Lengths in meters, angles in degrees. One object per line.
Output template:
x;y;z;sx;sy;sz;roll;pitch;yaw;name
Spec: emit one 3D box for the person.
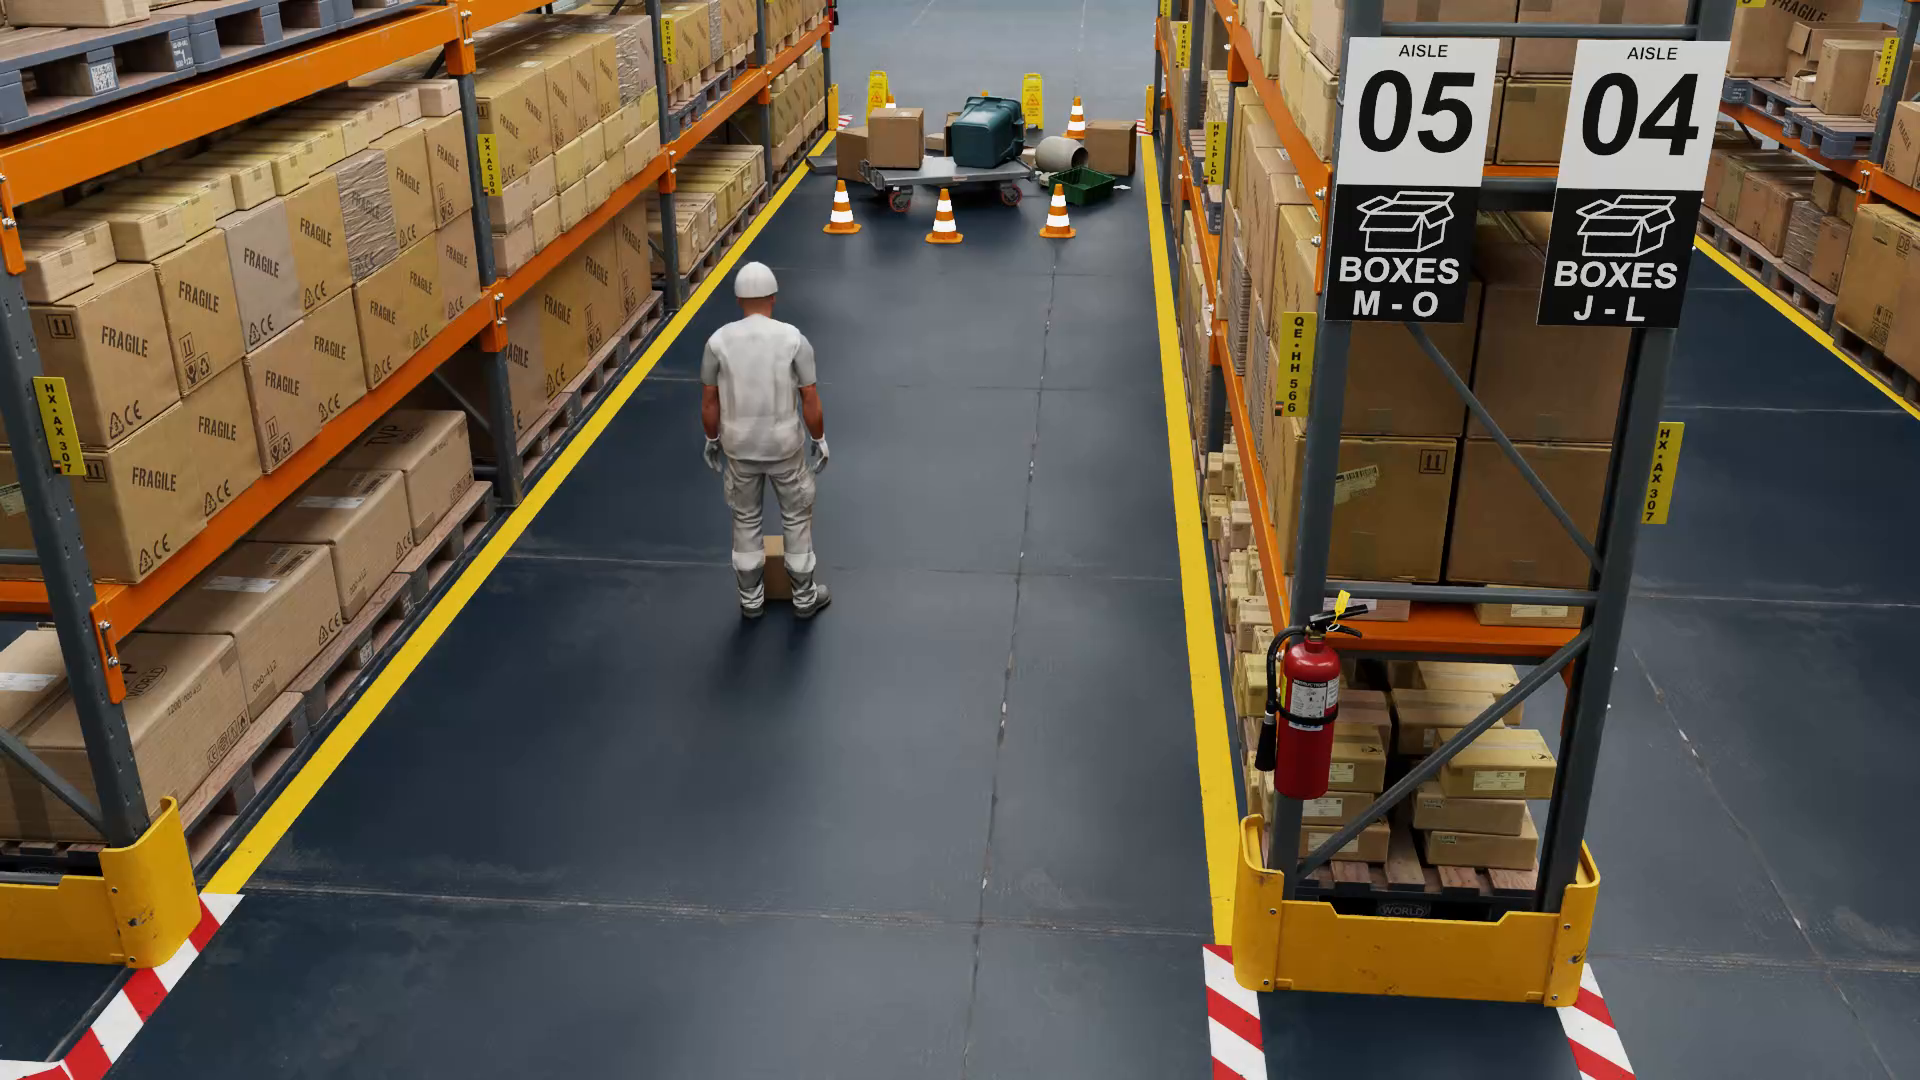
-0.945;-0.462;8.112;0.615;1.776;0.456;2;24;3;person
